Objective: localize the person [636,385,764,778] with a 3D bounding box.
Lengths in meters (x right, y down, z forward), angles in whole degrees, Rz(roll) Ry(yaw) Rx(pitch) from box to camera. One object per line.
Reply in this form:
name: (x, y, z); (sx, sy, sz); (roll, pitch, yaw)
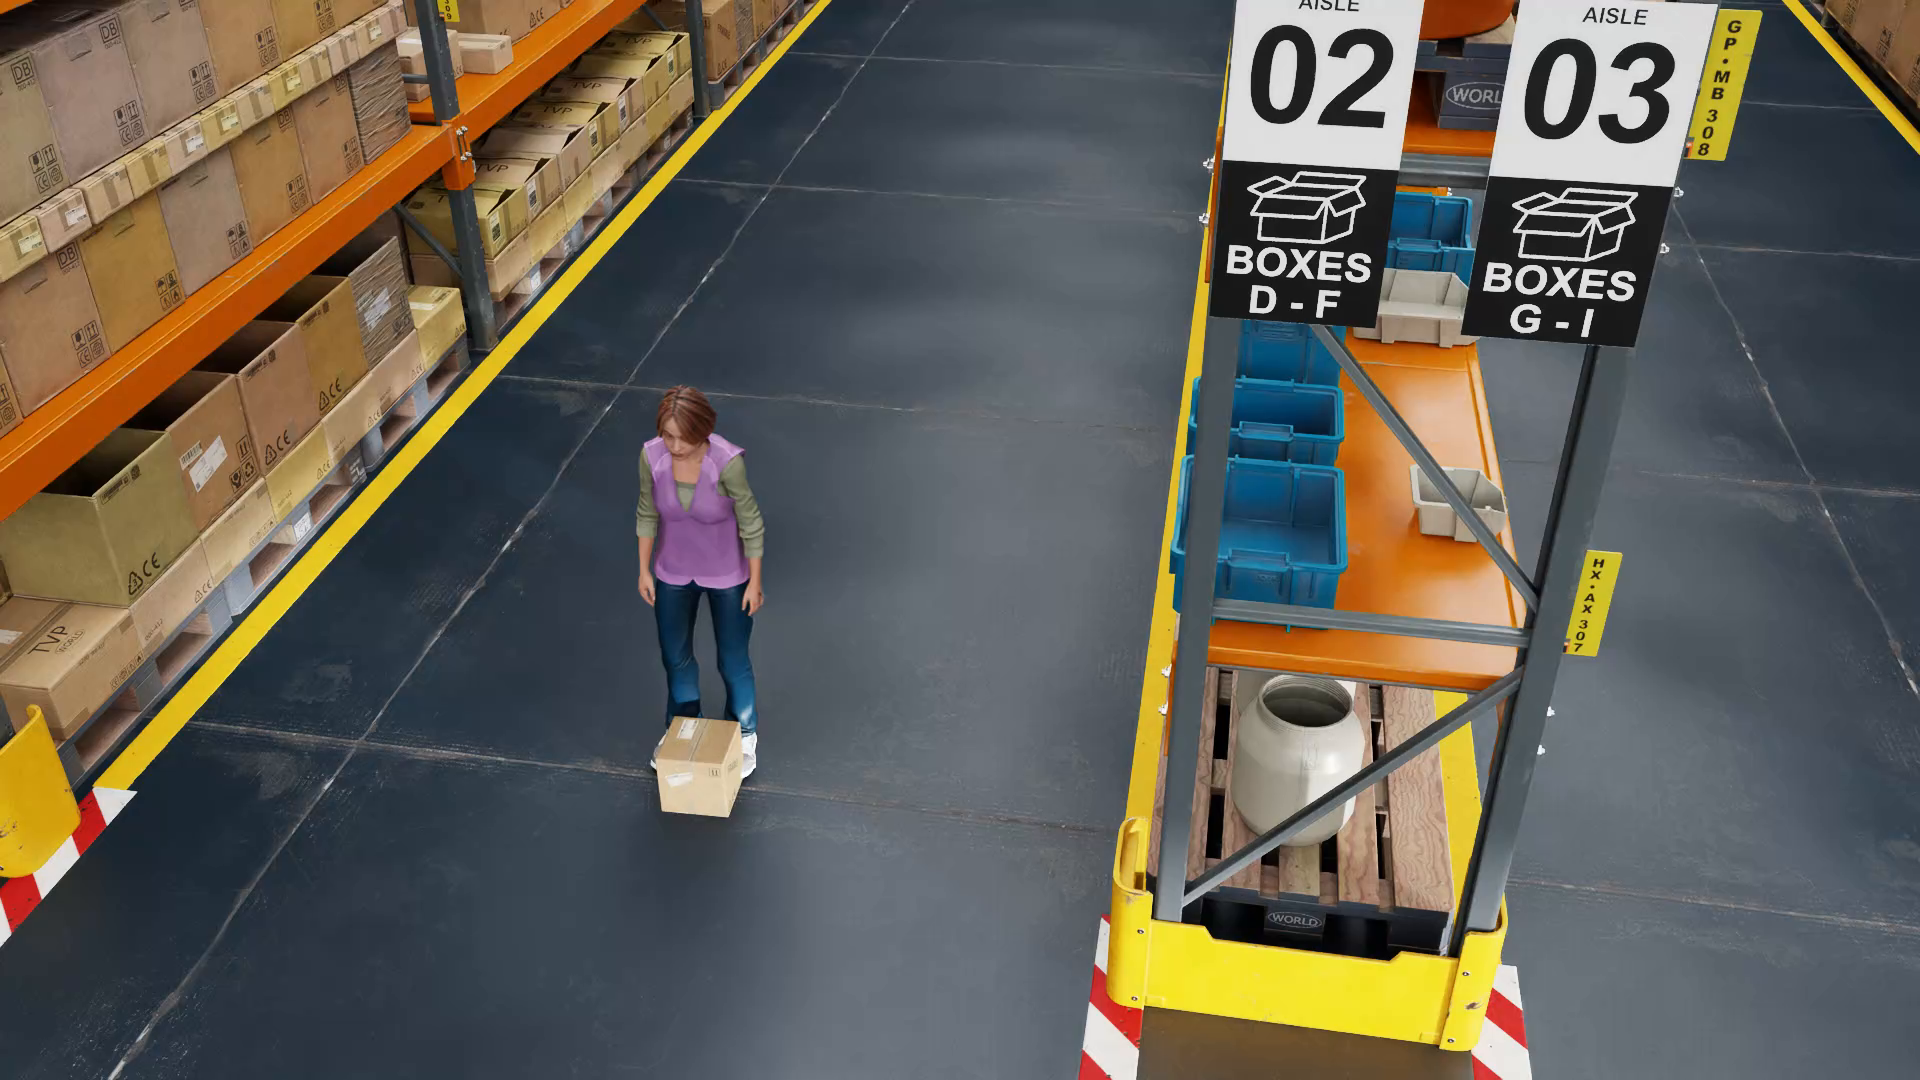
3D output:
person: (-0.920, 0.146, 5.933); (0.467, 1.581, 0.350); (5, 33, 8)
